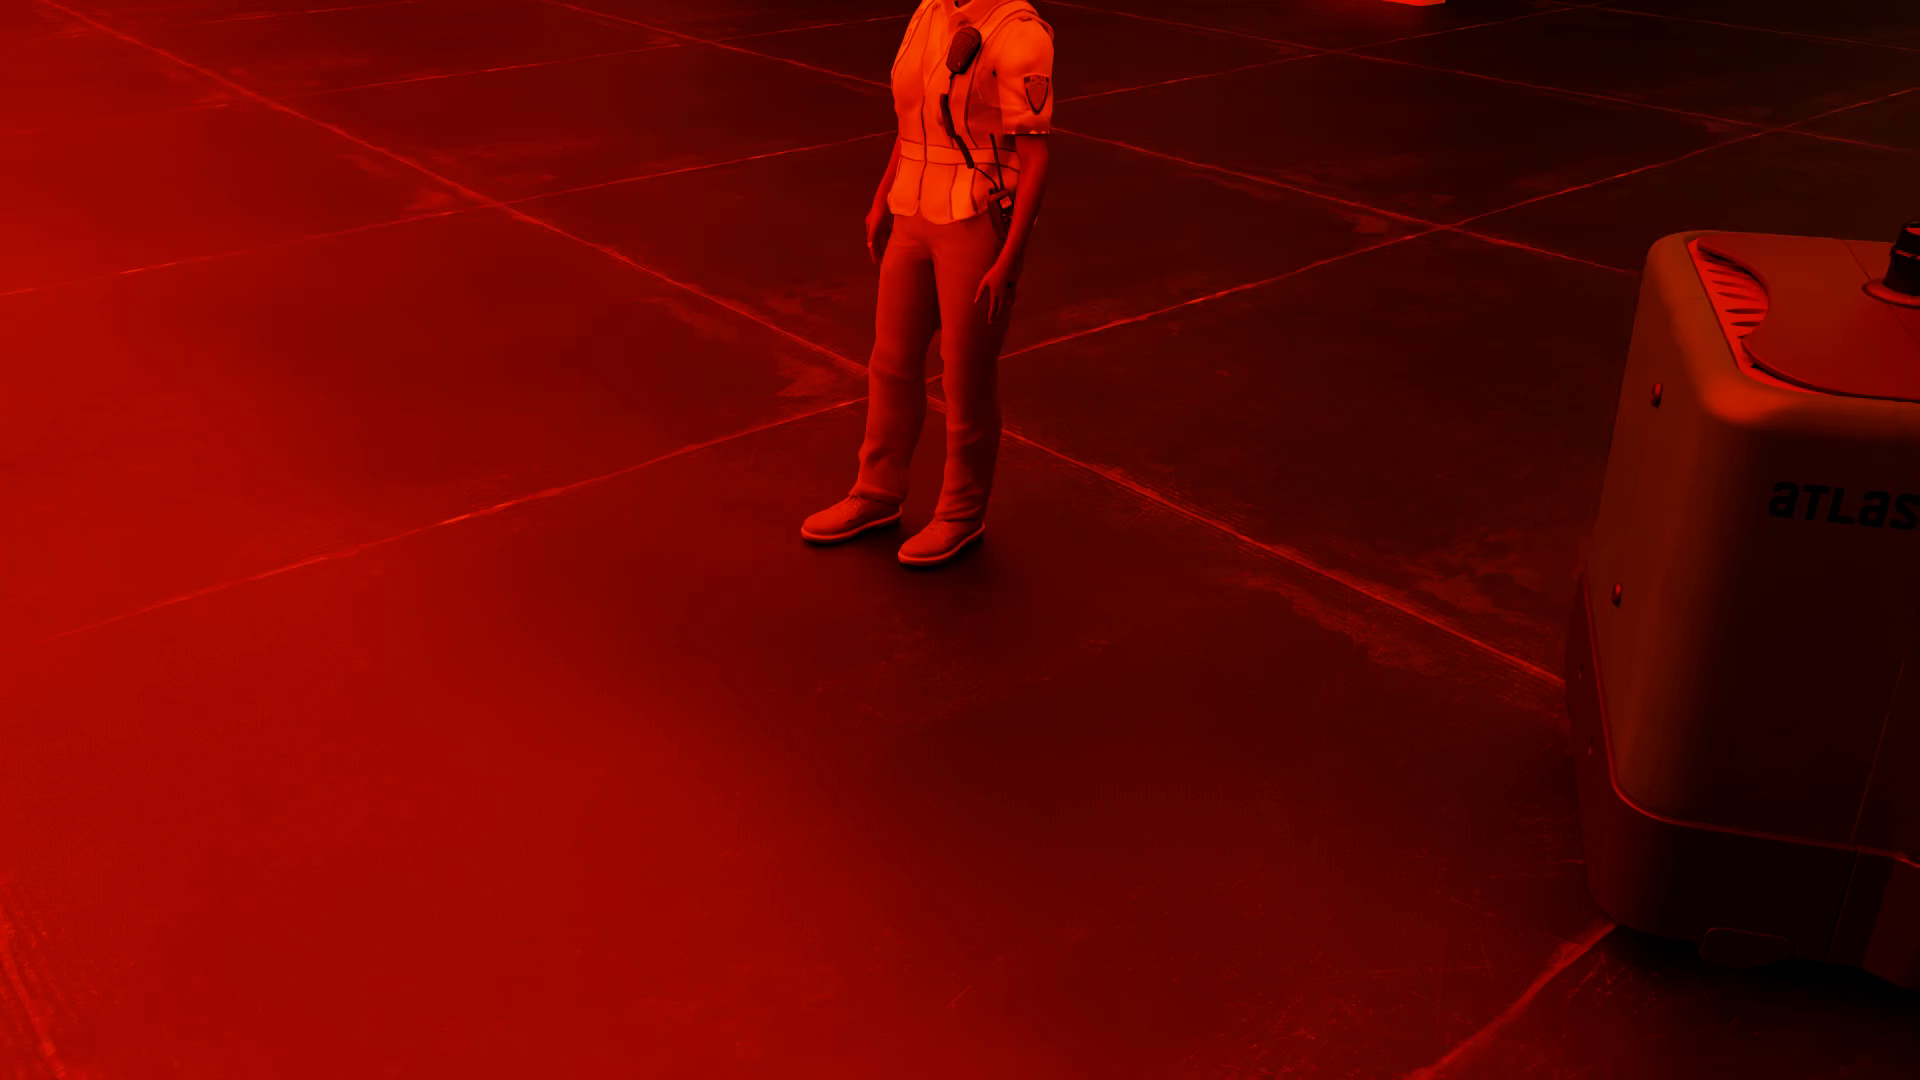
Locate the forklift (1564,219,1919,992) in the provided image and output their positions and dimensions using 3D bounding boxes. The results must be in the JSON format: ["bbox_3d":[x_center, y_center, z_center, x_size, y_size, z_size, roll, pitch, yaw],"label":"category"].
[{"bbox_3d":[2.724,-0.612,2.437,3.031,2.935,1.130,7,27,13],"label":"forklift"}]

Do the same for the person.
[{"bbox_3d":[-0.070,-0.751,4.092,0.530,1.695,0.569,-20,33,-35],"label":"person"}]
